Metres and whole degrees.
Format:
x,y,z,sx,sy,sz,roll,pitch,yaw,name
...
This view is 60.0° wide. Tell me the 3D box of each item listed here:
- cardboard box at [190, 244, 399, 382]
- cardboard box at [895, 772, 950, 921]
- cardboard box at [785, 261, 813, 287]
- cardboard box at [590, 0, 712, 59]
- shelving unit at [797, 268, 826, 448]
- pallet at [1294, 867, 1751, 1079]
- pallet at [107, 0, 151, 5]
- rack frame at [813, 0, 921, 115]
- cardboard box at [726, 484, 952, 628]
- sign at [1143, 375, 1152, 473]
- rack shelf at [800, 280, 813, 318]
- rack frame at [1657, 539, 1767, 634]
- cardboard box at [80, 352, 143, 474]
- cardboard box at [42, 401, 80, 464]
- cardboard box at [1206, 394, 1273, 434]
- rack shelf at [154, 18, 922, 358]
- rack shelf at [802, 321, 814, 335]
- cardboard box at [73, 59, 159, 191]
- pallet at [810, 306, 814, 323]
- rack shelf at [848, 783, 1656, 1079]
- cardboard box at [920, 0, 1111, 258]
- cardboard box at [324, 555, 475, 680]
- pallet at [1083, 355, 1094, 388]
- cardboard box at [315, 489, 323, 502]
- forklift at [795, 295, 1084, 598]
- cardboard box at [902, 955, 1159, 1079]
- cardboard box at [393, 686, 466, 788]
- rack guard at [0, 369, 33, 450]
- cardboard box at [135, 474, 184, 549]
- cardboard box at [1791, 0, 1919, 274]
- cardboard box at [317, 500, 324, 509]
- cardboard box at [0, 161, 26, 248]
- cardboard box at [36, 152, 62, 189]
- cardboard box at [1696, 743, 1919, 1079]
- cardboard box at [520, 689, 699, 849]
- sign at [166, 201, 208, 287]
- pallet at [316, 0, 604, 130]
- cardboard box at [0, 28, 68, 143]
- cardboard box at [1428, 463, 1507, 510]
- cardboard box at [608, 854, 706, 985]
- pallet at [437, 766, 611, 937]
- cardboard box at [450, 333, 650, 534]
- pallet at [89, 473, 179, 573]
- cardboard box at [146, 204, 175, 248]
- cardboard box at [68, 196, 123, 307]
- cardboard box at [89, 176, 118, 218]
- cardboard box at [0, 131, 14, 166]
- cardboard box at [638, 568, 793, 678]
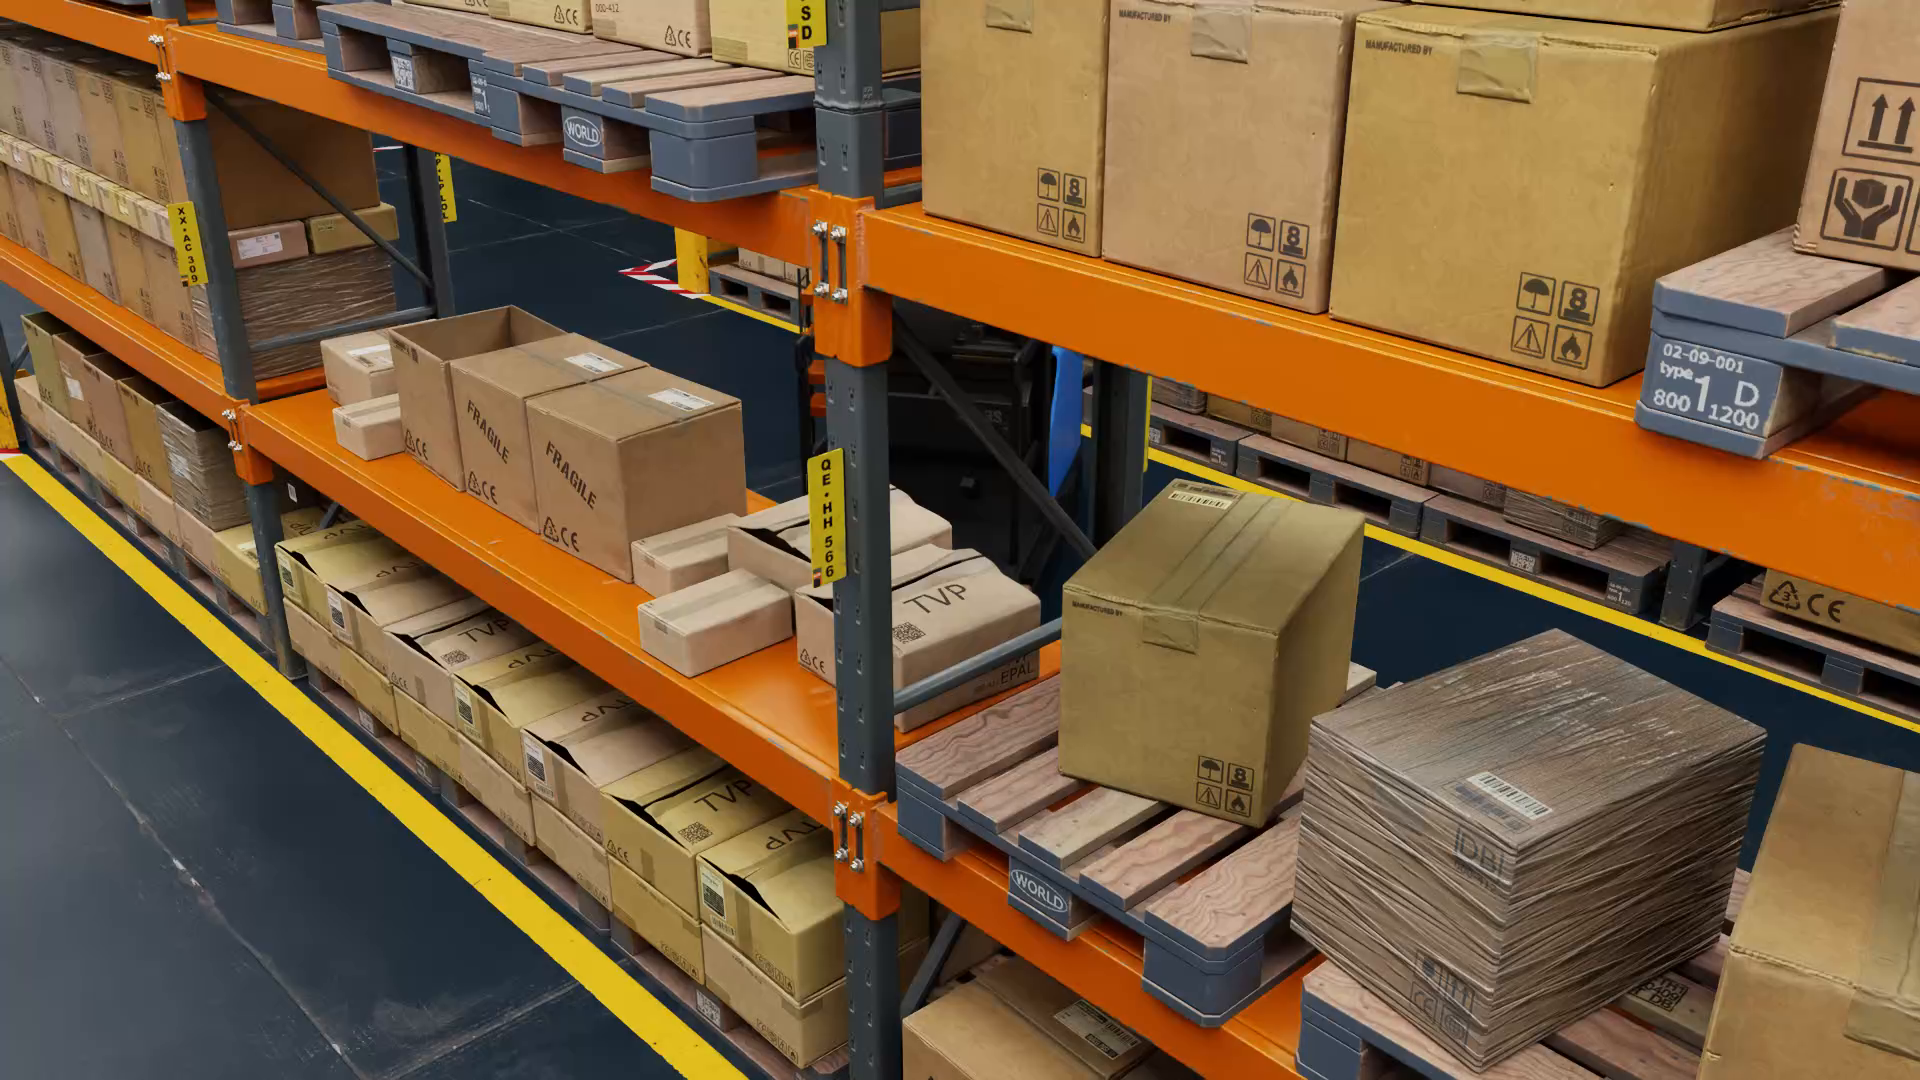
x,y,z,sx,sy,sz,roll,pitch,yaw,name
-2.946,-1.070,7.361,0.700,0.500,0.500,-22,33,-40,cardboard box
-0.047,0.883,5.332,0.500,0.311,0.500,-20,31,-37,cardboard box
-0.961,-2.079,12.403,0.500,0.311,0.500,-18,30,-34,cardboard box
-0.626,-1.443,4.359,0.500,0.250,0.500,-20,31,-37,cardboard box
-0.630,-0.981,9.454,0.503,1.200,0.258,3,25,6,shelving unit
1.429,0.995,3.186,1.003,0.211,1.213,-21,32,-38,pallet
-3.240,-2.467,7.037,1.003,0.211,1.213,-21,32,-38,pallet
0.096,-2.409,3.189,1.000,3.000,0.127,-21,32,-38,rack frame
-0.374,0.035,5.167,0.500,0.311,0.500,-22,32,-39,cardboard box
0.486,-0.328,4.554,0.100,0.325,0.005,-21,32,-38,sign
-0.630,-1.338,9.291,0.480,0.148,0.258,3,25,6,rack shelf
3.710,-1.086,7.517,1.000,3.000,0.127,-21,32,-38,rack frame
-4.144,-0.704,8.583,0.500,0.500,0.500,-21,32,-38,cardboard box
-4.823,-0.668,9.407,0.500,0.250,0.500,-21,32,-38,cardboard box
1.881,-1.001,9.811,0.700,0.500,0.500,-22,32,-39,cardboard box
-1.271,-1.323,5.289,1.077,0.370,4.000,-21,32,-38,rack shelf
-0.630,-1.123,9.389,0.480,0.148,0.258,3,25,6,rack shelf
-3.634,-1.965,7.760,0.700,0.500,0.500,-21,32,-38,cardboard box
-0.347,-1.593,11.987,1.003,0.211,1.213,-21,32,-38,pallet
1.463,1.253,3.256,1.077,0.370,4.000,-21,32,-38,rack shelf
0.419,-0.968,3.522,0.910,0.500,0.500,-21,32,-38,cardboard box
-2.199,0.262,6.693,0.500,0.311,0.500,-22,32,-39,cardboard box
0.491,-1.223,11.177,1.003,0.211,1.213,-21,32,-38,pallet
-3.074,-0.552,8.249,0.500,0.500,0.500,-21,32,-38,cardboard box
-0.167,-1.056,7.534,1.130,2.935,3.031,6,25,13,forklift
0.199,1.476,4.382,0.500,0.500,0.500,-20,31,-36,cardboard box
-1.838,0.672,6.470,0.500,0.250,0.500,-22,33,-40,cardboard box
-5.388,-0.974,10.282,1.175,0.500,0.348,-21,32,-38,rack guard
-3.801,-0.212,8.408,0.500,0.250,0.500,-21,32,-38,cardboard box
1.626,-0.692,2.291,0.600,0.600,0.600,22,33,40,cardboard box
-3.071,-0.211,8.406,0.500,0.250,0.500,-21,32,-38,cardboard box
-5.062,-2.004,9.409,0.700,0.500,0.500,-21,32,-38,cardboard box
-4.379,-1.875,8.343,0.380,0.149,0.250,-22,32,-39,cardboard box
1.578,0.778,2.805,0.500,0.500,0.700,15,28,29,cardboard box
-1.145,0.727,5.674,0.500,0.311,0.500,-21,32,-39,cardboard box
-3.042,-1.164,6.549,0.100,0.325,0.005,-21,32,-38,sign
-1.199,-1.477,4.987,1.003,0.211,1.213,-19,31,-36,pallet
-4.662,-2.421,8.758,0.700,0.500,0.500,-22,33,-40,cardboard box
2.912,-0.542,8.805,0.700,0.500,0.500,-21,32,-39,cardboard box
-0.796,1.135,5.456,0.500,0.250,0.500,-22,32,-39,cardboard box
-1.268,0.959,6.394,1.003,0.211,1.213,-21,32,-38,pallet
-1.422,-0.389,5.868,0.500,0.500,0.500,-21,32,-38,cardboard box
-3.989,-0.246,9.034,1.003,0.211,1.213,-21,32,-38,pallet
-3.328,-1.408,7.321,0.380,0.149,0.250,-22,33,-40,cardboard box
-4.002,-1.536,8.382,0.700,0.500,0.500,-20,31,-37,cardboard box
-3.847,-1.639,7.827,0.380,0.149,0.250,-20,31,-37,cardboard box
-4.909,-2.109,8.857,0.380,0.149,0.250,-21,32,-38,cardboard box
-0.720,0.240,4.912,0.380,0.149,0.250,-21,32,-38,cardboard box
